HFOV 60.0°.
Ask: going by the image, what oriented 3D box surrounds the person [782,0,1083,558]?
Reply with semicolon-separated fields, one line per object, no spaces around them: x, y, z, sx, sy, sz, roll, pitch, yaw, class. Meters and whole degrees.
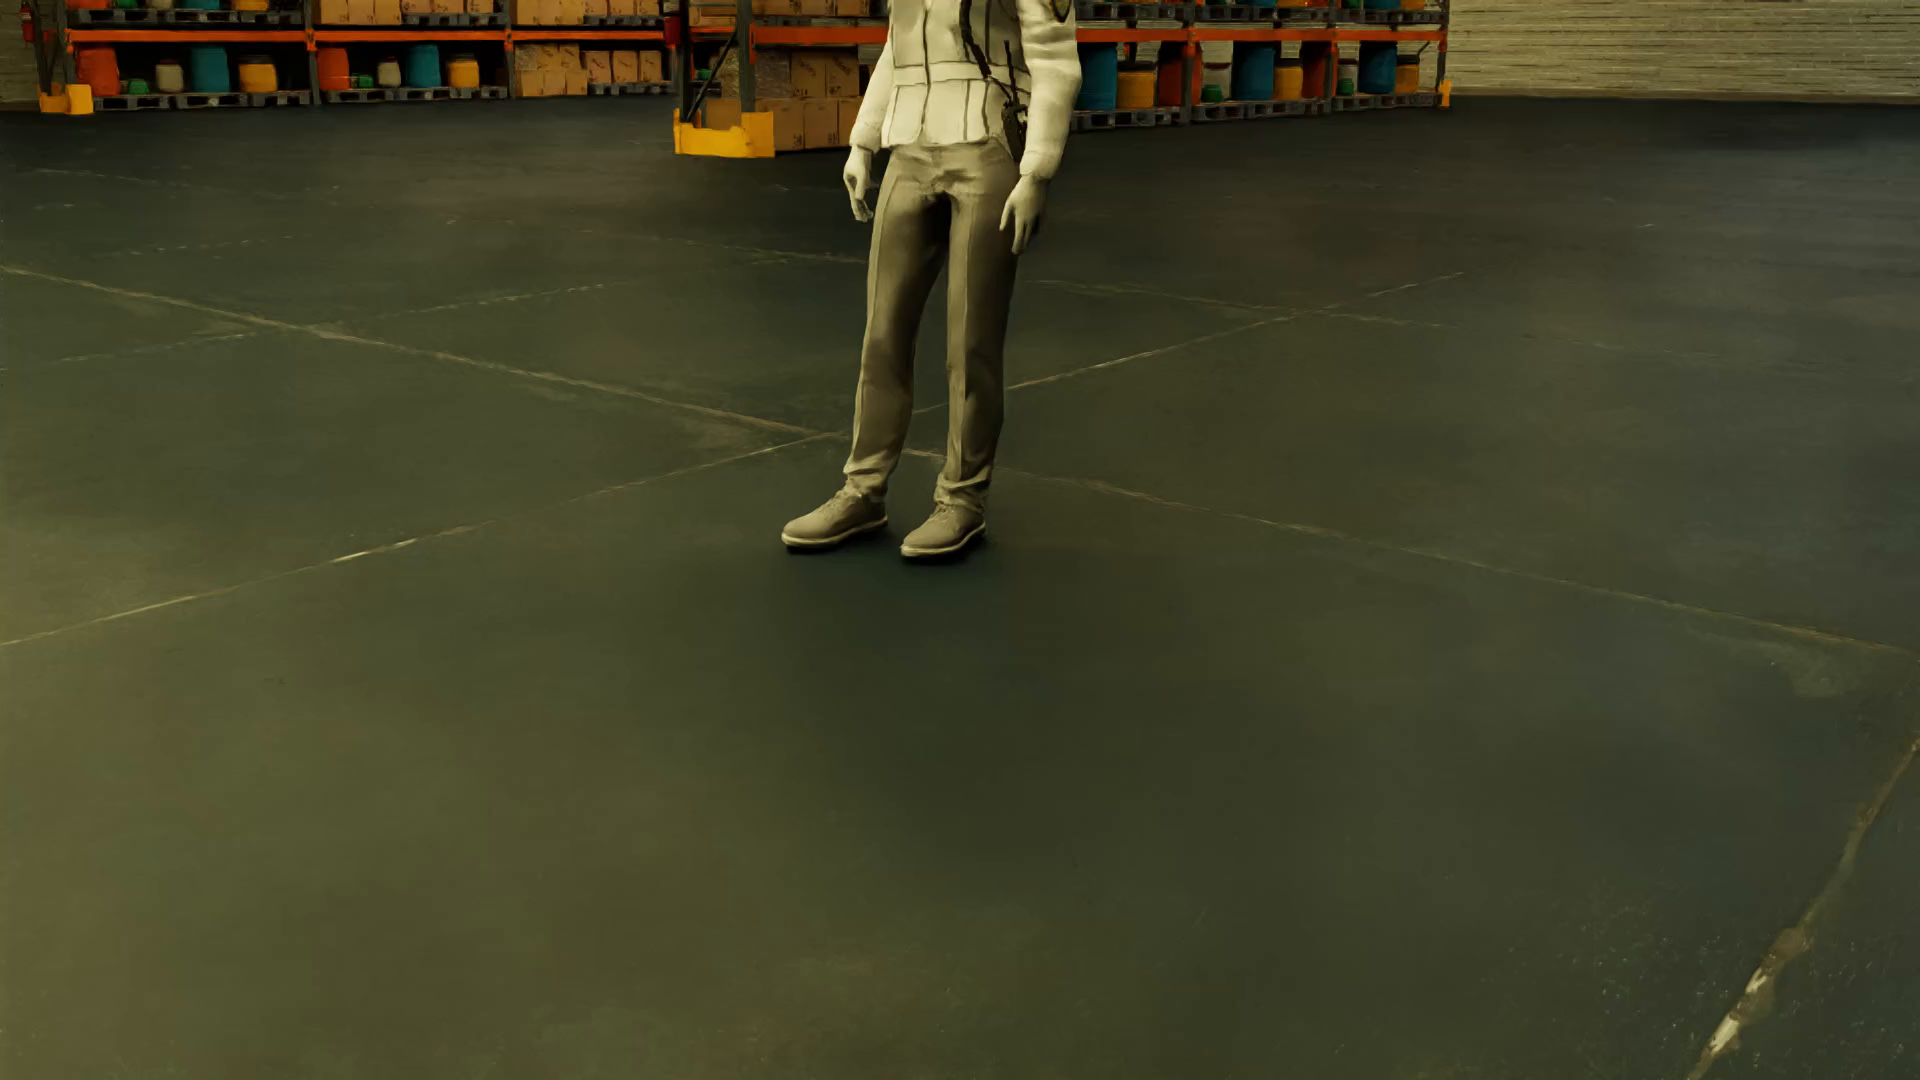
-0.048;-0.804;3.648;0.586;1.695;0.532;13;21;37;person
